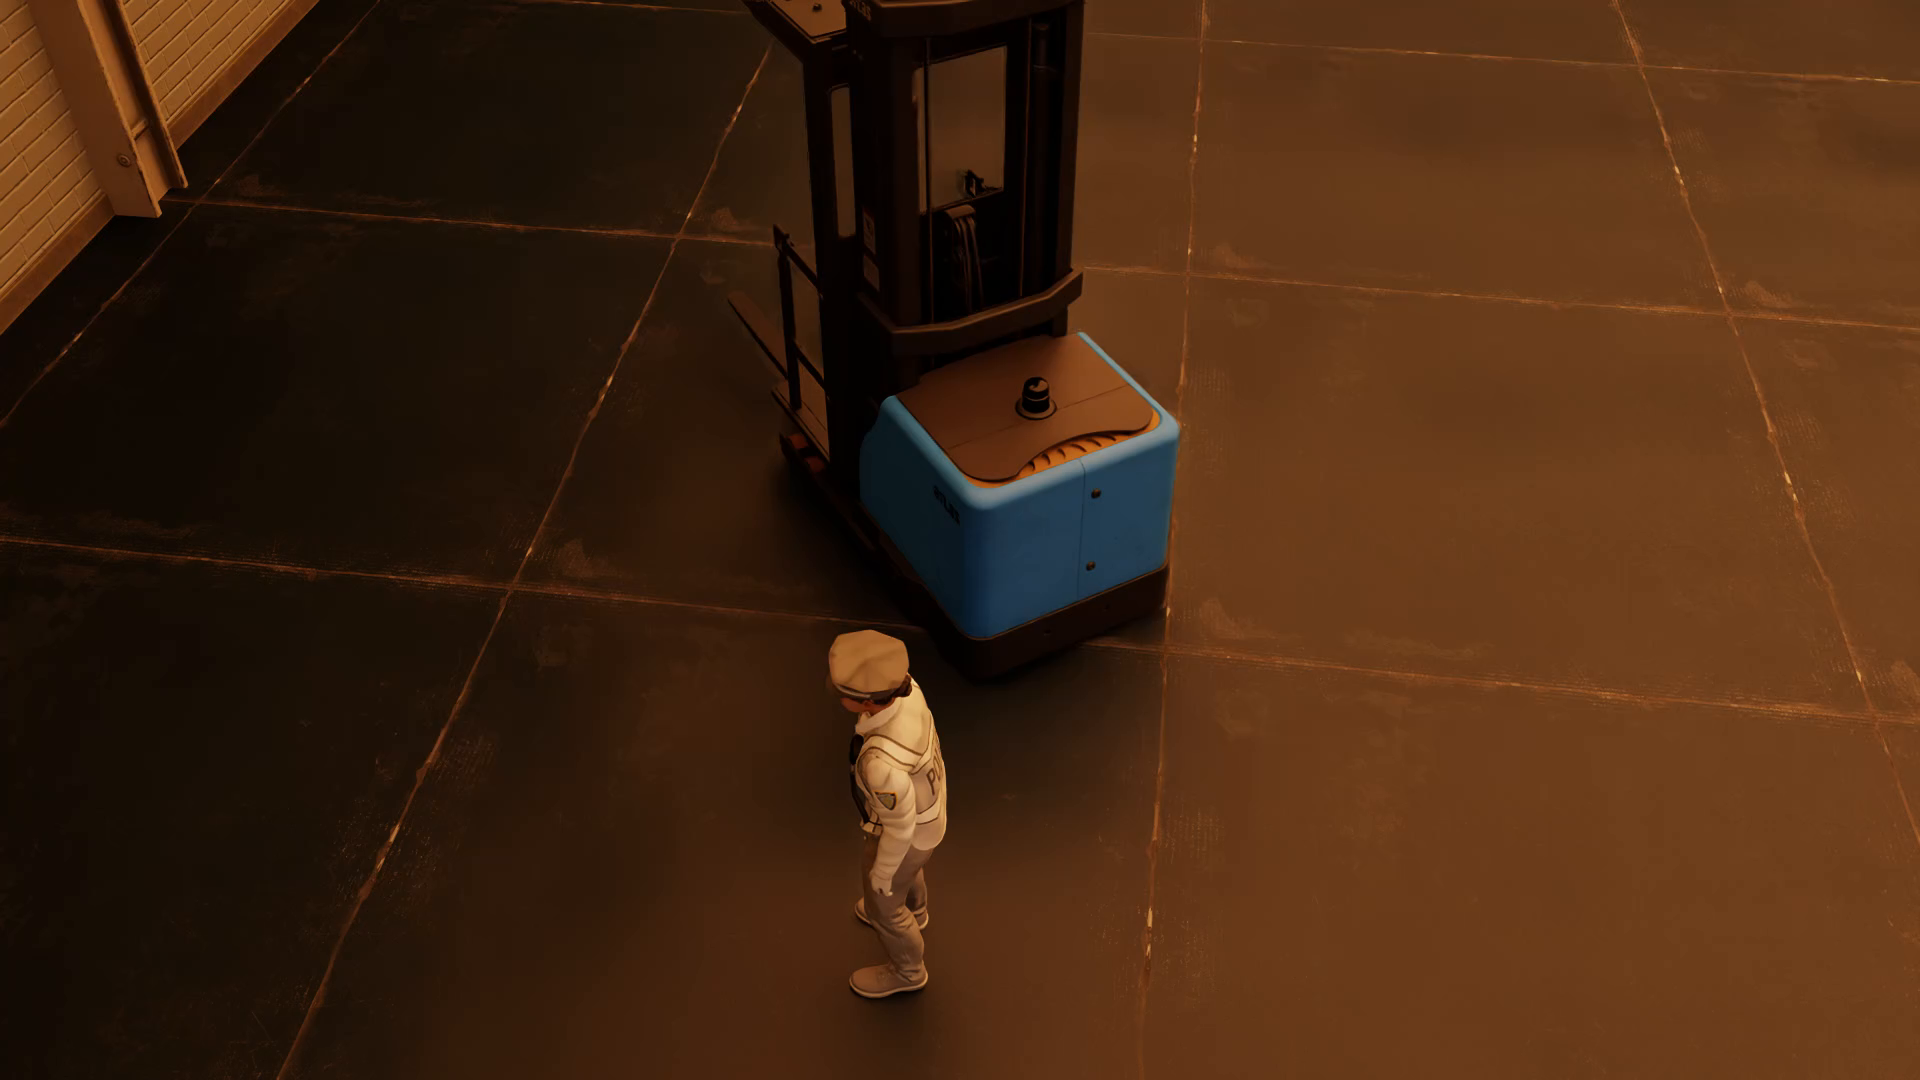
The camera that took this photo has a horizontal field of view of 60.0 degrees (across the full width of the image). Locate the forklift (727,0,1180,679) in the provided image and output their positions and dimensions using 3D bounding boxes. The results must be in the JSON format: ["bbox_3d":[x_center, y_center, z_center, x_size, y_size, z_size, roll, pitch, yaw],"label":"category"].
[{"bbox_3d":[-0.233,-1.470,7.325,1.130,2.935,3.031,-21,46,-21],"label":"forklift"}]

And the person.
[{"bbox_3d":[-0.231,0.945,5.635,0.374,1.661,0.536,2,43,2],"label":"person"}]
